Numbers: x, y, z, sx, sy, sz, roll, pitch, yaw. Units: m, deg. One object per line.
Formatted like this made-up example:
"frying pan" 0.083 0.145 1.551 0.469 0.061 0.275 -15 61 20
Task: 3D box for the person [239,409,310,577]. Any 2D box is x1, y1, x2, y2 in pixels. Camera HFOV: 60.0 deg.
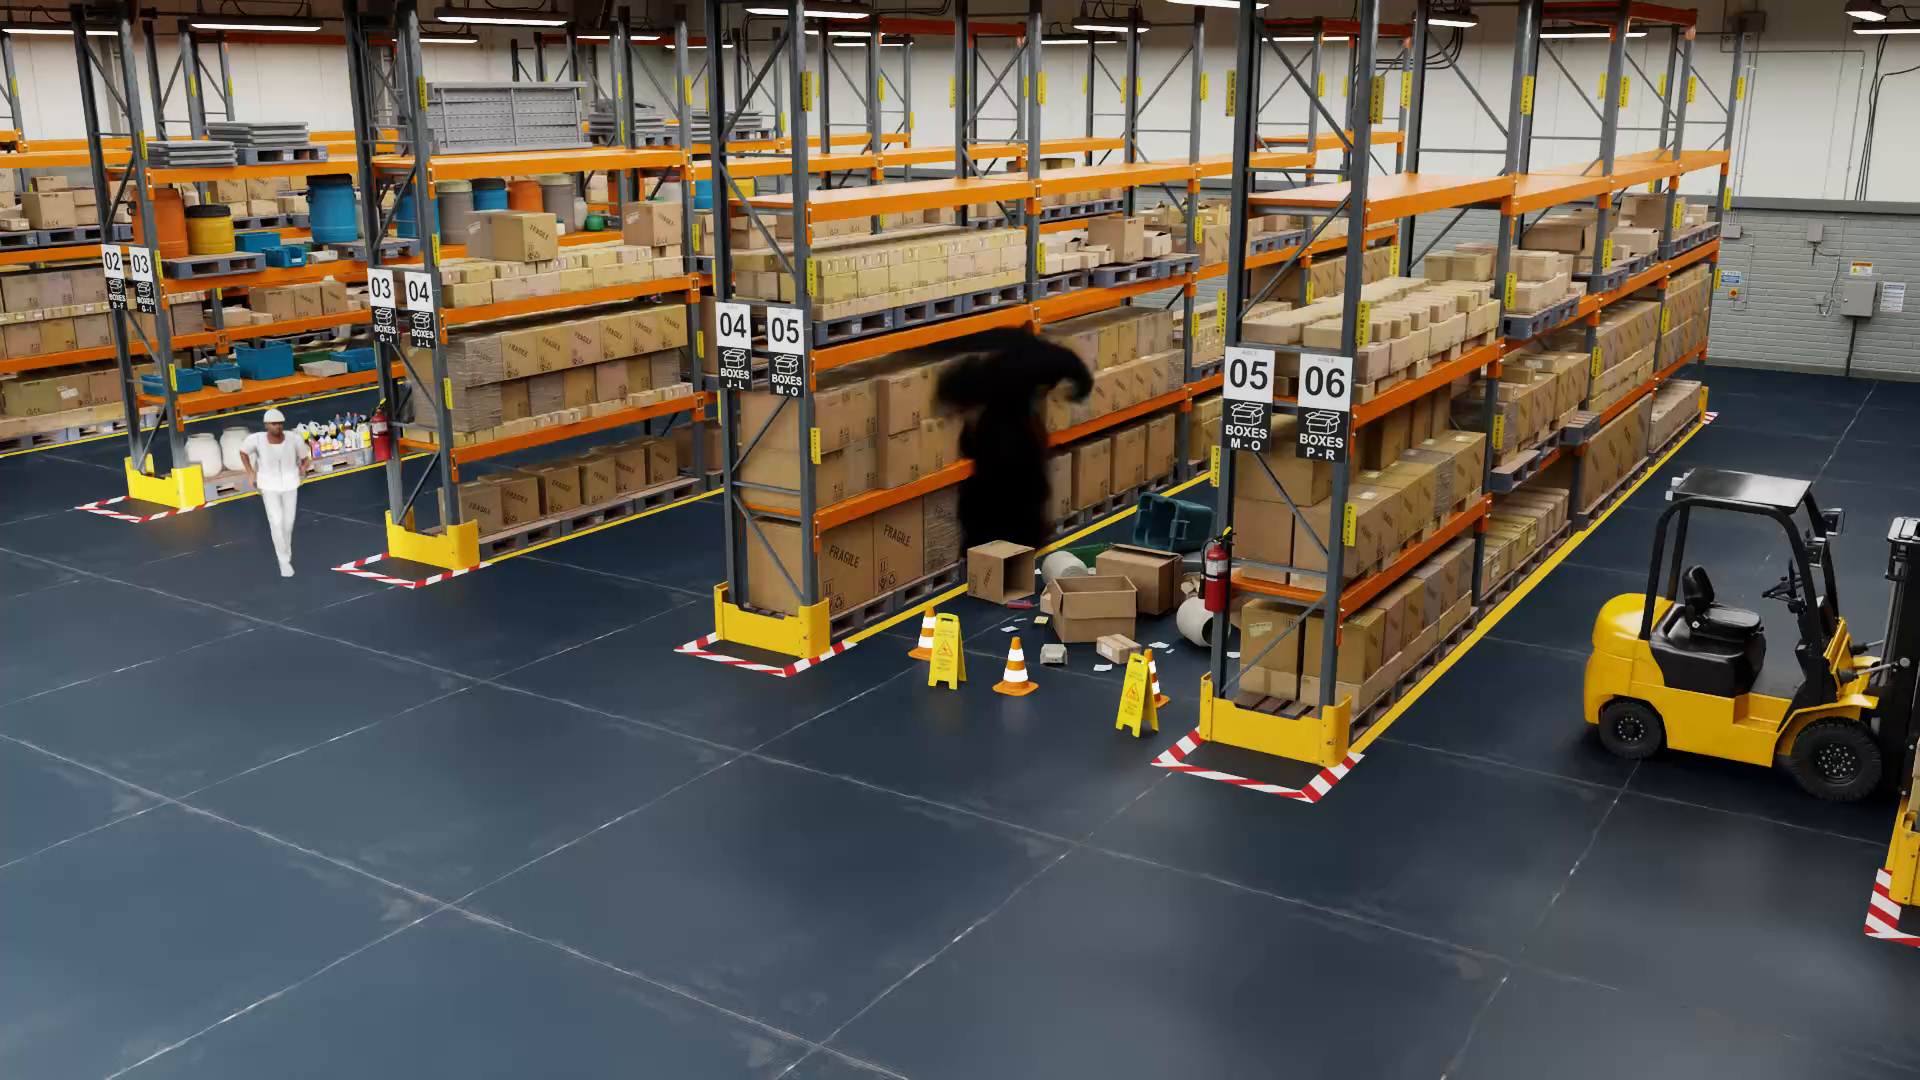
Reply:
"person" -7.340 -0.569 17.935 0.656 1.756 0.968 -11 19 -33

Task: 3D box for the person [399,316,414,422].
"person" -8.452 -2.758 25.996 0.566 1.740 0.899 13 20 38

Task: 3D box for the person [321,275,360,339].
"person" -11.457 -4.058 30.687 0.699 1.676 0.796 4 16 15
